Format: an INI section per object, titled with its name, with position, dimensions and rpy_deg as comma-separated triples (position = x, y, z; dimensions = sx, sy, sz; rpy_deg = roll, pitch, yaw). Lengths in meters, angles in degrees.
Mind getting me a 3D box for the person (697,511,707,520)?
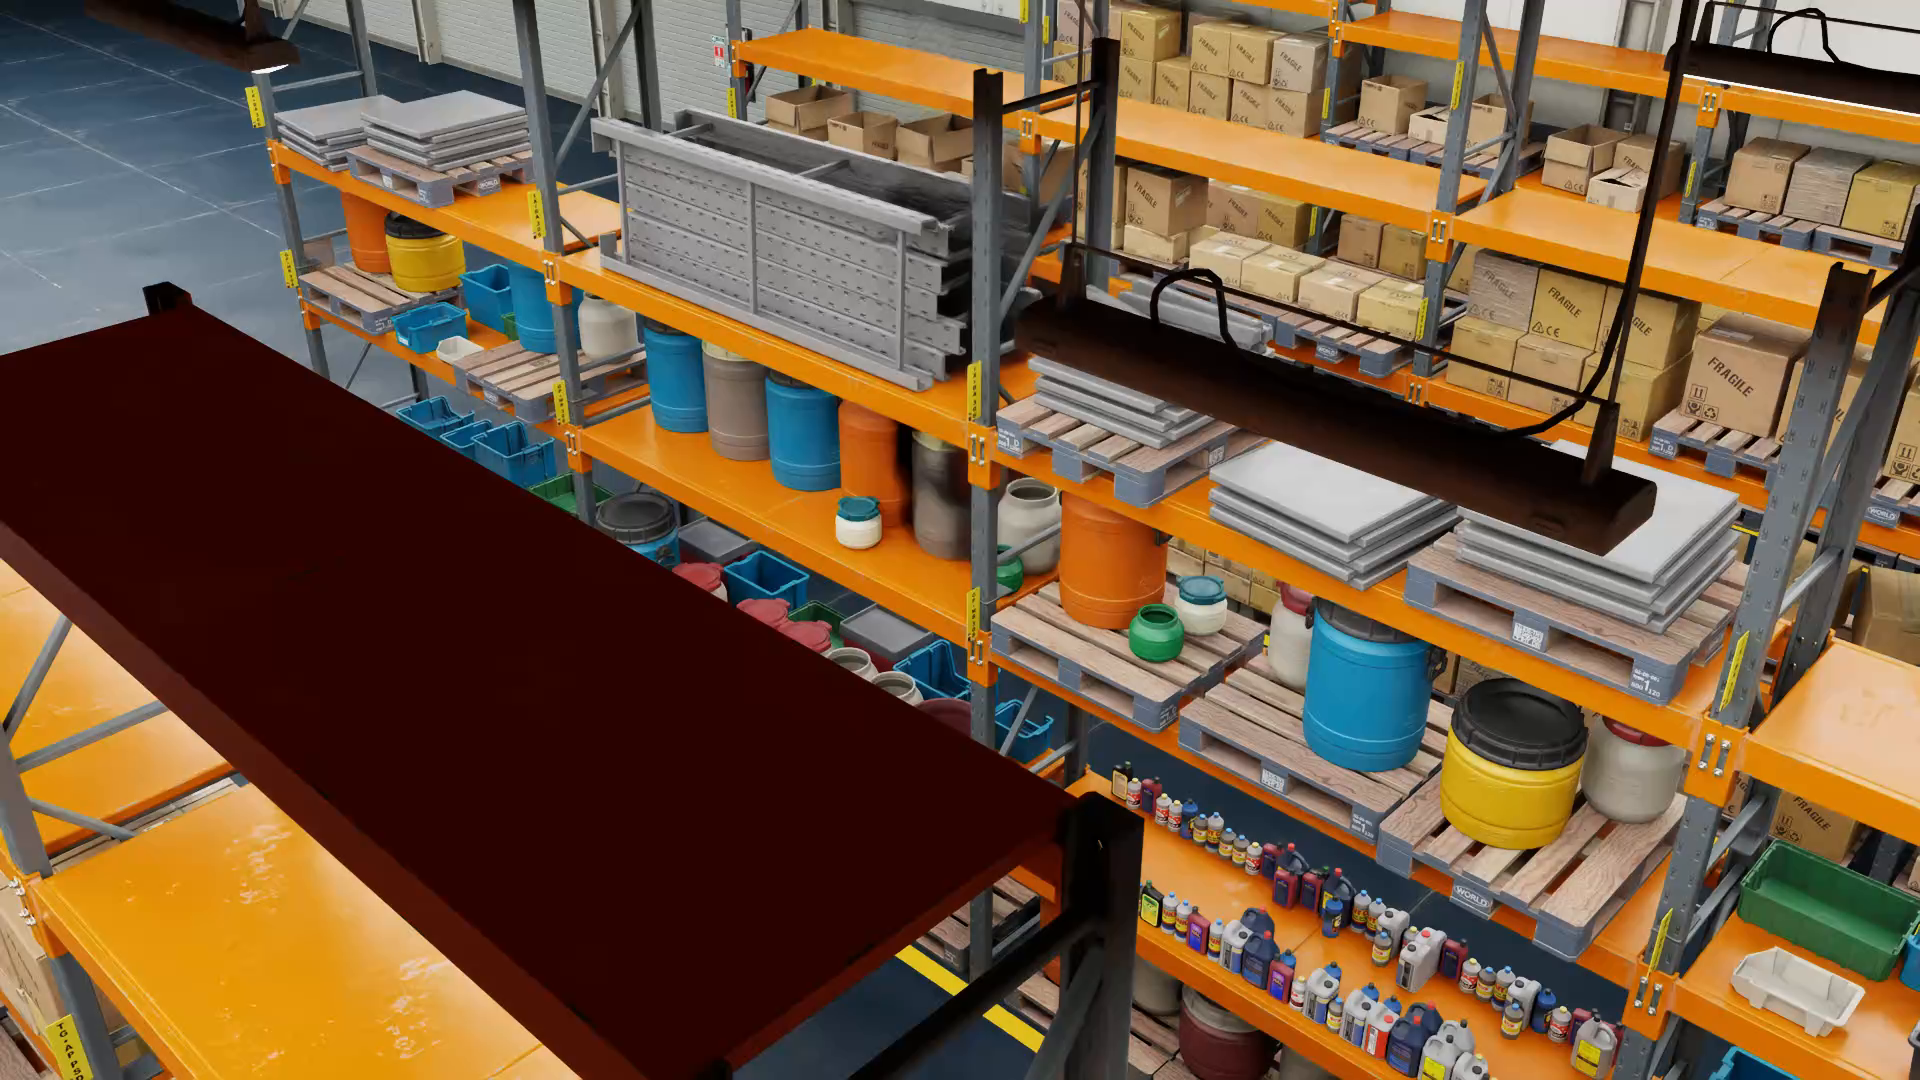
[person]
position = -2.335, -0.693, 15.785
dimensions = 0.739, 1.765, 0.631
rpy_deg = 17, 34, 27
